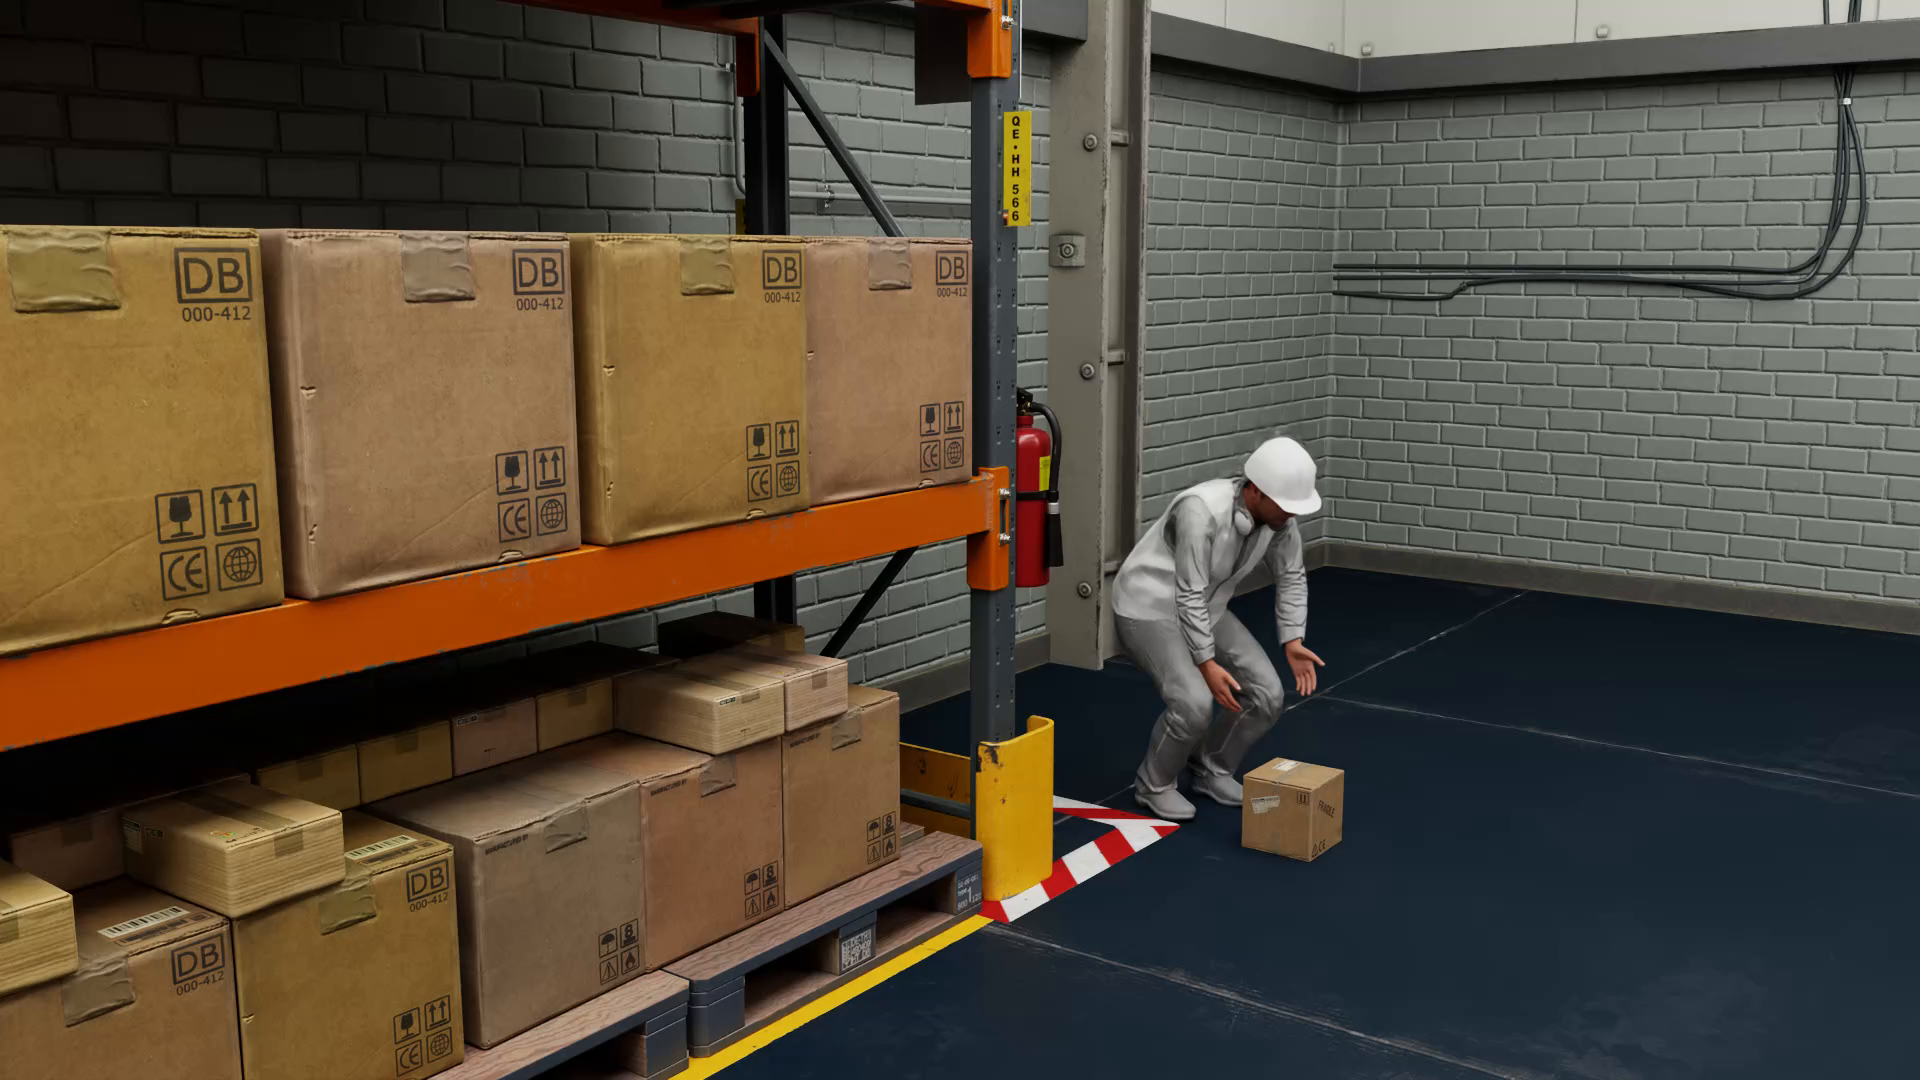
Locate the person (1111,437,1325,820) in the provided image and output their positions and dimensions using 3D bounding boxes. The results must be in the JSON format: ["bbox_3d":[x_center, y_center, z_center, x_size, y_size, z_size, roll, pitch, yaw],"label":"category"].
[{"bbox_3d":[0.915,0.293,5.843,0.589,1.360,0.799,-6,12,-32],"label":"person"}]
